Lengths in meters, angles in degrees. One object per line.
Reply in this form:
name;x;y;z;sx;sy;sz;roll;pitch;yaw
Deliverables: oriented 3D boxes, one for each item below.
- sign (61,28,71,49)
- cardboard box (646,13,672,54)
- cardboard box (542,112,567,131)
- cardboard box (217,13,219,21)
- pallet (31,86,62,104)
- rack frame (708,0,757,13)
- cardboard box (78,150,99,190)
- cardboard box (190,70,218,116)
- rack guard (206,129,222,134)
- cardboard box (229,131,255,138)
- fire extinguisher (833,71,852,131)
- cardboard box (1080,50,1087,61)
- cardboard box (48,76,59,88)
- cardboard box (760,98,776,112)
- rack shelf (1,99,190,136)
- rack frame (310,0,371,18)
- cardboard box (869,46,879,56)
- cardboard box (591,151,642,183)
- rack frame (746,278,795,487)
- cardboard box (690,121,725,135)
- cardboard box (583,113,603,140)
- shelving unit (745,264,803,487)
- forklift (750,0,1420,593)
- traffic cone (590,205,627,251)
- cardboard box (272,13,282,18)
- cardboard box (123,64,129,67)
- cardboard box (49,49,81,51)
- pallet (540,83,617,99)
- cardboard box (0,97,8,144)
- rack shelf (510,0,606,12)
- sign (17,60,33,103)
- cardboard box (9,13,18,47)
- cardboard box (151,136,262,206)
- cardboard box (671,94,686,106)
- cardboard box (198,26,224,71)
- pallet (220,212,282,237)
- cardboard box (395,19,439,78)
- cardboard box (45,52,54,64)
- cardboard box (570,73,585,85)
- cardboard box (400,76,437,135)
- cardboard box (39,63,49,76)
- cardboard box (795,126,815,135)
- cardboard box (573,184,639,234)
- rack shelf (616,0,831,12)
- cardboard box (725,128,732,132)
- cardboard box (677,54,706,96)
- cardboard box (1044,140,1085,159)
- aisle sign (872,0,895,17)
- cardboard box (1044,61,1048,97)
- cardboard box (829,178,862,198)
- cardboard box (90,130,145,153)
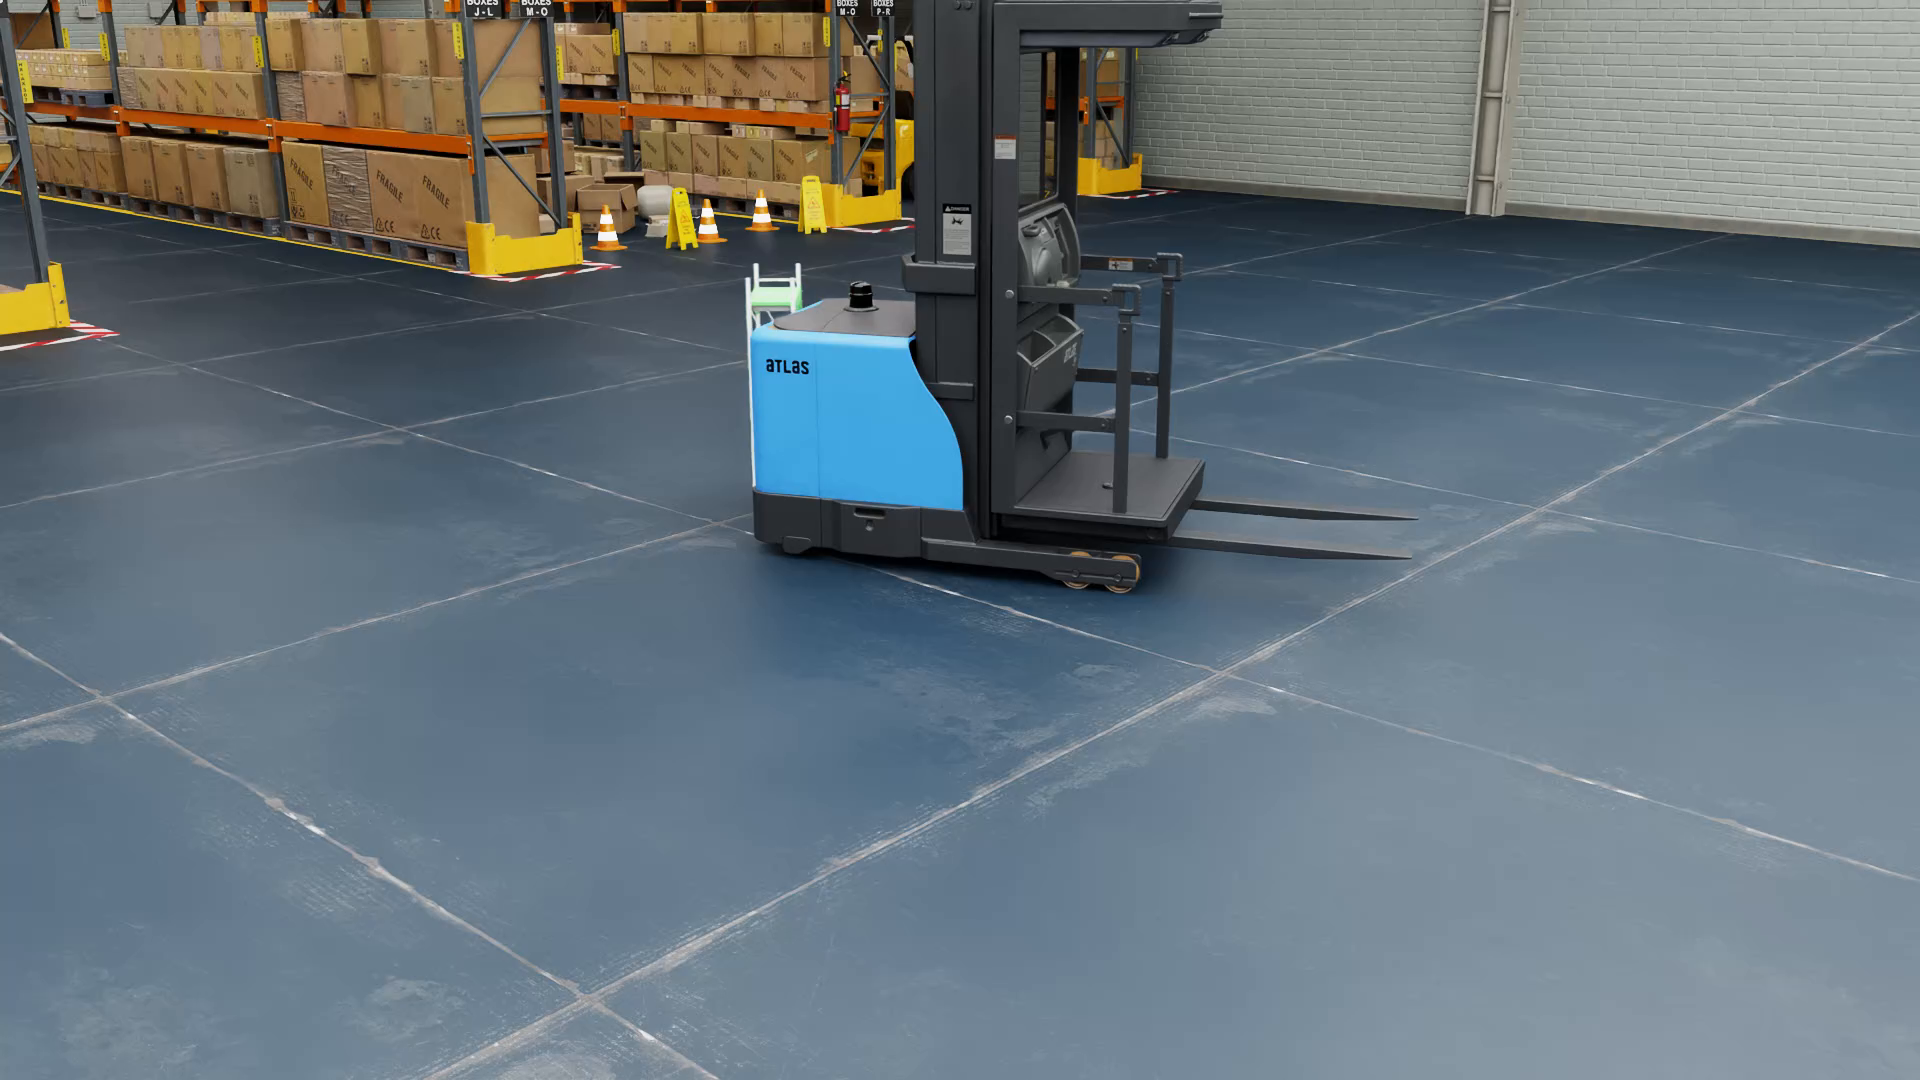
sign;-12.984;-7.266;24.135;0.005;0.325;0.100;15;23;39
cardboard box;-3.603;-6.543;21.460;0.500;0.500;0.700;15;23;40
cardboard box;-8.054;-8.131;32.211;0.500;0.500;0.700;14;22;37
cardboard box;-12.806;-9.194;29.234;0.250;0.149;0.380;16;23;41
pallet;-11.865;-6.082;22.633;1.213;0.211;1.003;15;23;39
rack frame;-3.855;-8.049;28.515;0.127;3.000;1.000;15;23;39
cardboard box;-11.409;-4.972;22.257;0.500;0.500;0.500;16;24;41
cardboard box;-8.689;-5.277;19.614;0.500;0.500;0.500;15;23;40
rack guard;-13.149;-7.345;30.429;0.348;0.500;1.175;15;23;39
cardboard box;-12.571;-7.401;30.013;0.875;0.438;0.875;14;22;37
fire extinguisher;-1.384;-5.155;19.523;0.183;0.674;0.296;15;23;39
cardboard box;1.683;-6.806;23.360;0.250;0.149;0.380;15;23;40
cardboard box;-11.795;-6.067;21.990;0.250;0.149;0.380;14;22;37
cardboard box;-2.239;-5.353;20.435;0.250;0.149;0.380;16;23;40
rack shelf;-11.853;-5.844;22.755;4.000;0.370;1.077;15;23;39
rack frame;-10.139;-7.728;27.505;0.127;3.000;1.000;15;23;39
cardboard box;-1.267;-7.621;25.929;0.250;0.149;0.380;16;24;41
cardboard box;-4.550;-5.174;23.107;0.625;0.372;0.950;15;23;40
rack frame;-0.941;-0.724;8.408;0.240;1.200;0.015;0;18;-2
cardboard box;-3.251;-5.304;21.404;0.250;0.149;0.380;17;24;42
cardboard box;-6.635;-7.713;30.894;0.500;0.500;0.500;16;24;42
shelving unit;-0.949;-0.798;8.641;0.258;1.200;0.503;0;18;-2
forklift;0.595;-1.341;7.491;3.031;2.935;1.130;5;18;16
traffic cone;-3.829;-3.397;18.052;0.334;0.463;0.336;15;23;39
cardboard box;-11.298;-8.770;27.897;0.250;0.149;0.380;15;23;39
cardboard box;-10.790;-6.204;21.930;0.250;0.149;0.380;16;24;42
cardboard box;-12.526;-6.810;23.347;0.250;0.149;0.380;14;22;38
pallet;-5.640;-6.446;23.780;1.213;0.211;1.003;15;23;39
cardboard box;-8.135;-3.383;13.155;0.500;0.500;0.875;15;23;39
rack shelf;-8.343;-10.341;31.966;4.000;0.370;1.077;15;23;39
sign;-7.382;-3.612;13.104;0.005;0.325;0.100;15;23;39
cardboard box;-13.880;-7.287;23.805;0.500;0.500;0.500;14;22;37
cardboard box;-9.306;-4.595;20.658;0.750;0.750;1.050;15;23;40
cardboard box;-3.529;-5.724;21.603;0.250;0.149;0.380;16;24;41
cardboard box;-8.505;-5.809;19.638;0.500;0.500;0.700;15;23;40
pallet;-7.993;-3.791;19.707;1.213;0.211;1.003;15;23;39
cardboard box;-5.098;-4.938;16.678;0.550;0.550;0.875;15;23;39
cardboard box;-11.789;-6.350;21.898;0.250;0.149;0.380;15;23;39
cardboard box;-5.126;-6.344;22.864;0.250;0.149;0.380;15;23;38
cardboard box;-5.107;-4.420;16.832;0.550;0.550;0.875;15;23;39
cardboard box;-11.995;-6.262;22.113;0.250;0.149;0.380;16;23;41
cardboard box;-2.400;-6.724;27.573;0.625;0.625;0.875;14;22;37
cardboard box;-4.158;-3.909;19.597;0.637;0.503;0.797;0;18;2
rack shelf;-2.660;-6.807;20.833;4.000;0.370;1.077;15;23;39
cardboard box;-3.153;-5.209;22.179;0.500;0.500;0.500;16;23;40
cardboard box;-3.254;-5.961;21.278;0.500;0.500;0.500;15;23;39
cardboard box;1.557;-5.598;23.816;0.500;0.250;0.500;15;23;39
aisle sign;-0.912;-6.616;19.701;0.004;0.787;0.394;15;23;39
cardboard box;1.204;-6.636;23.898;0.500;0.500;0.500;16;24;41
cardboard box;-1.584;-4.433;20.973;0.500;0.250;0.500;15;23;39
cardboard box;-11.043;-5.229;21.828;0.500;0.250;0.500;14;23;38
